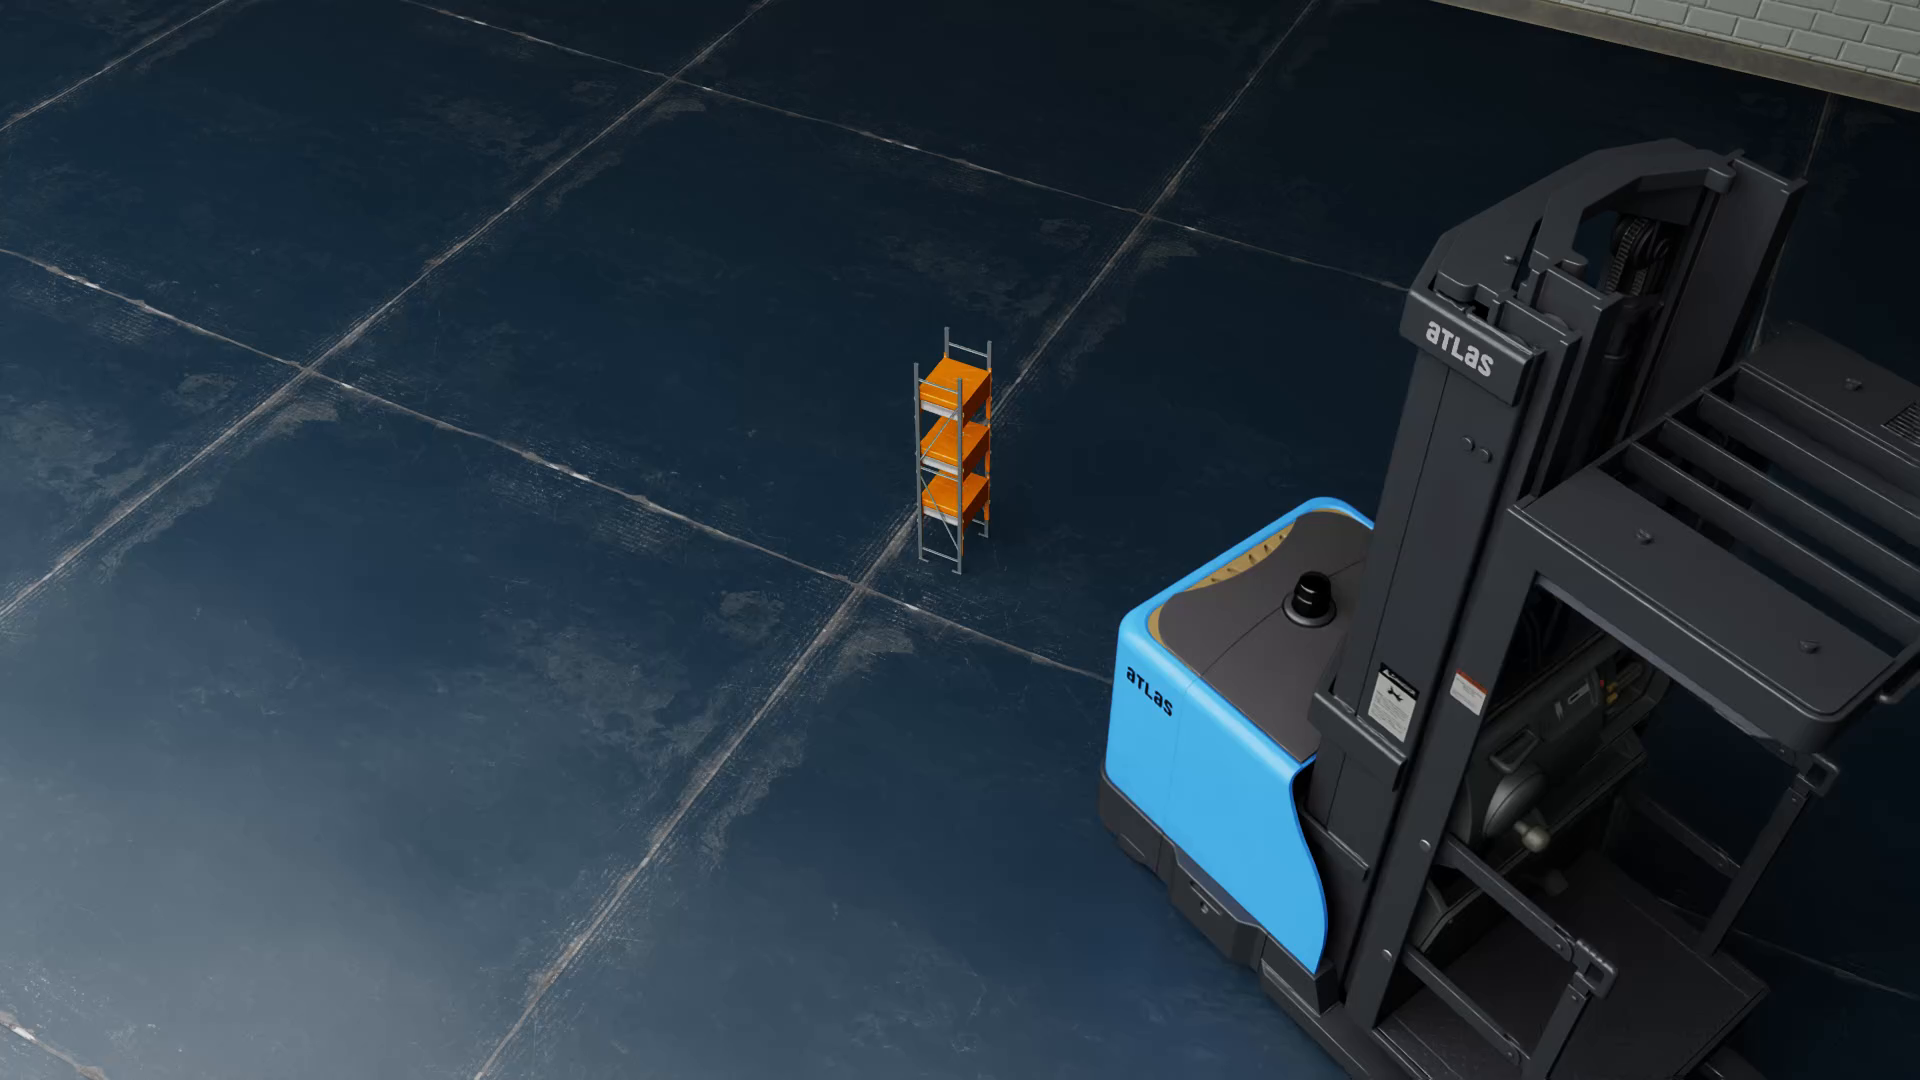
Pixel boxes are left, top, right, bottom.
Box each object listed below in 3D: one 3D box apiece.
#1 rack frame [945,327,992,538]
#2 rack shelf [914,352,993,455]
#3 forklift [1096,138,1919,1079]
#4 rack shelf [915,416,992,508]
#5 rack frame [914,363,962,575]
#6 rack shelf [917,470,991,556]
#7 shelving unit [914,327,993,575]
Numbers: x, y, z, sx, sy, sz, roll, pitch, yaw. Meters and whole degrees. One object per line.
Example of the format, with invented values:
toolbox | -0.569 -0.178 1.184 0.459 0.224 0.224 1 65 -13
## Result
rack frame | 0.032 -0.412 6.699 0.200 1.050 0.008 20 49 19
rack shelf | -0.025 -0.527 6.429 0.215 0.259 0.240 20 49 19
forklift | 1.799 0.585 4.391 1.130 2.935 3.031 -29 52 -26
rack shelf | -0.025 -0.328 6.631 0.215 0.259 0.240 20 49 19
rack frame | -0.081 -0.258 6.547 0.200 1.050 0.008 20 49 19
rack shelf | -0.025 -0.133 6.828 0.215 0.259 0.240 20 49 19
shelving unit | -0.025 -0.335 6.623 0.215 1.050 0.252 20 49 19
